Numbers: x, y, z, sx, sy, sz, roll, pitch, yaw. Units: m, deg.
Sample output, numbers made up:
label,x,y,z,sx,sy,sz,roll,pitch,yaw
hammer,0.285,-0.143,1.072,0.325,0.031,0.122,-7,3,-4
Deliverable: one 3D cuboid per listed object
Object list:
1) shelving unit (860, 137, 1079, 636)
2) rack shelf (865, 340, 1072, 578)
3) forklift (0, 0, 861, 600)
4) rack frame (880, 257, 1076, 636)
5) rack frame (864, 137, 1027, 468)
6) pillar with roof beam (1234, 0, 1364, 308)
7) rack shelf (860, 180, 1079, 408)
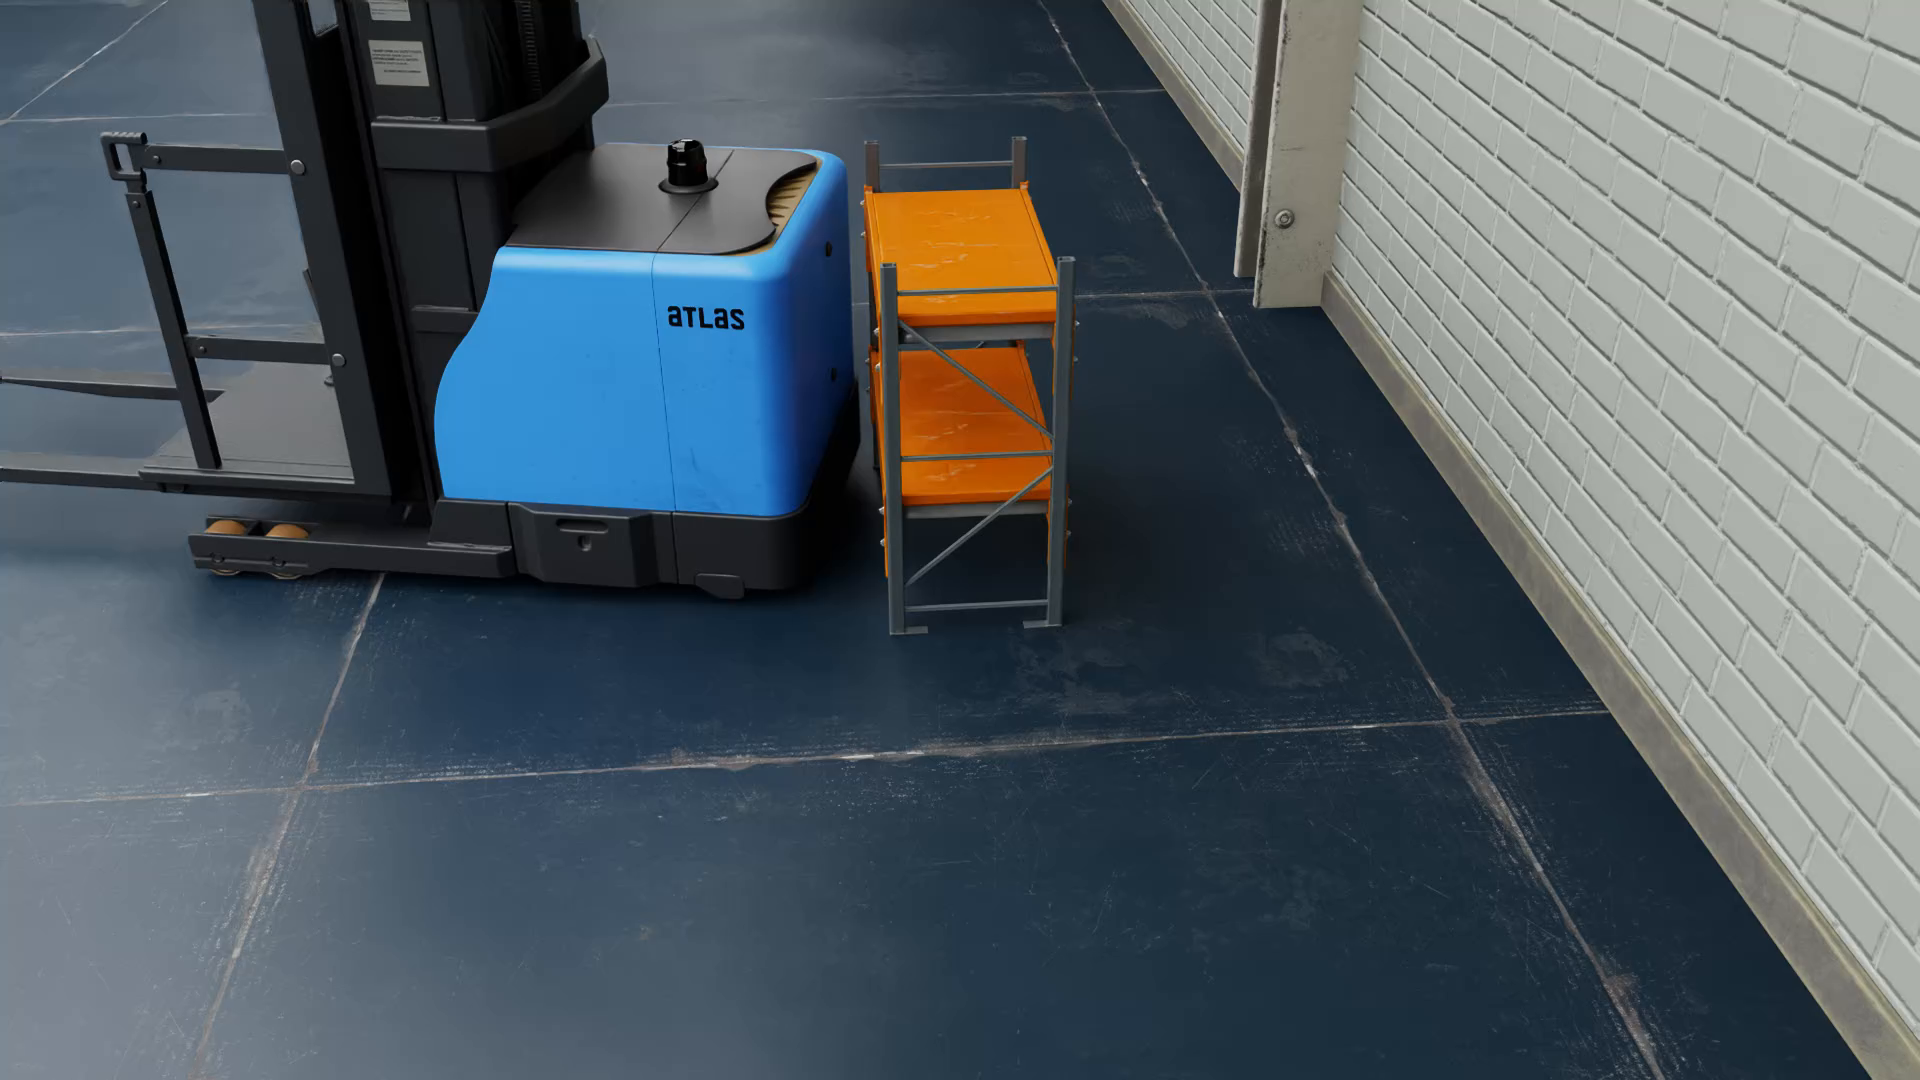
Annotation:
label,x,y,z,sx,sy,sz,roll,pitch,yaw
shelving unit,0.001,-0.486,4.967,0.538,1.125,1.048,-3,31,-4
rack shelf,0.001,-0.276,5.092,0.538,0.278,1.000,-3,31,-4
forklift,-1.893,-1.402,4.739,3.031,2.935,1.130,3,31,6
rack frame,0.046,-0.227,4.532,0.500,1.125,0.032,-3,31,-4
rack frame,-0.043,-0.746,5.402,0.500,1.125,0.032,-3,31,-4
pillar with roof beam,-2.933,-4.720,4.377,9.100,9.000,0.400,-3,31,-5
rack shelf,0.001,-0.738,4.817,0.538,0.278,1.000,-3,31,-4
